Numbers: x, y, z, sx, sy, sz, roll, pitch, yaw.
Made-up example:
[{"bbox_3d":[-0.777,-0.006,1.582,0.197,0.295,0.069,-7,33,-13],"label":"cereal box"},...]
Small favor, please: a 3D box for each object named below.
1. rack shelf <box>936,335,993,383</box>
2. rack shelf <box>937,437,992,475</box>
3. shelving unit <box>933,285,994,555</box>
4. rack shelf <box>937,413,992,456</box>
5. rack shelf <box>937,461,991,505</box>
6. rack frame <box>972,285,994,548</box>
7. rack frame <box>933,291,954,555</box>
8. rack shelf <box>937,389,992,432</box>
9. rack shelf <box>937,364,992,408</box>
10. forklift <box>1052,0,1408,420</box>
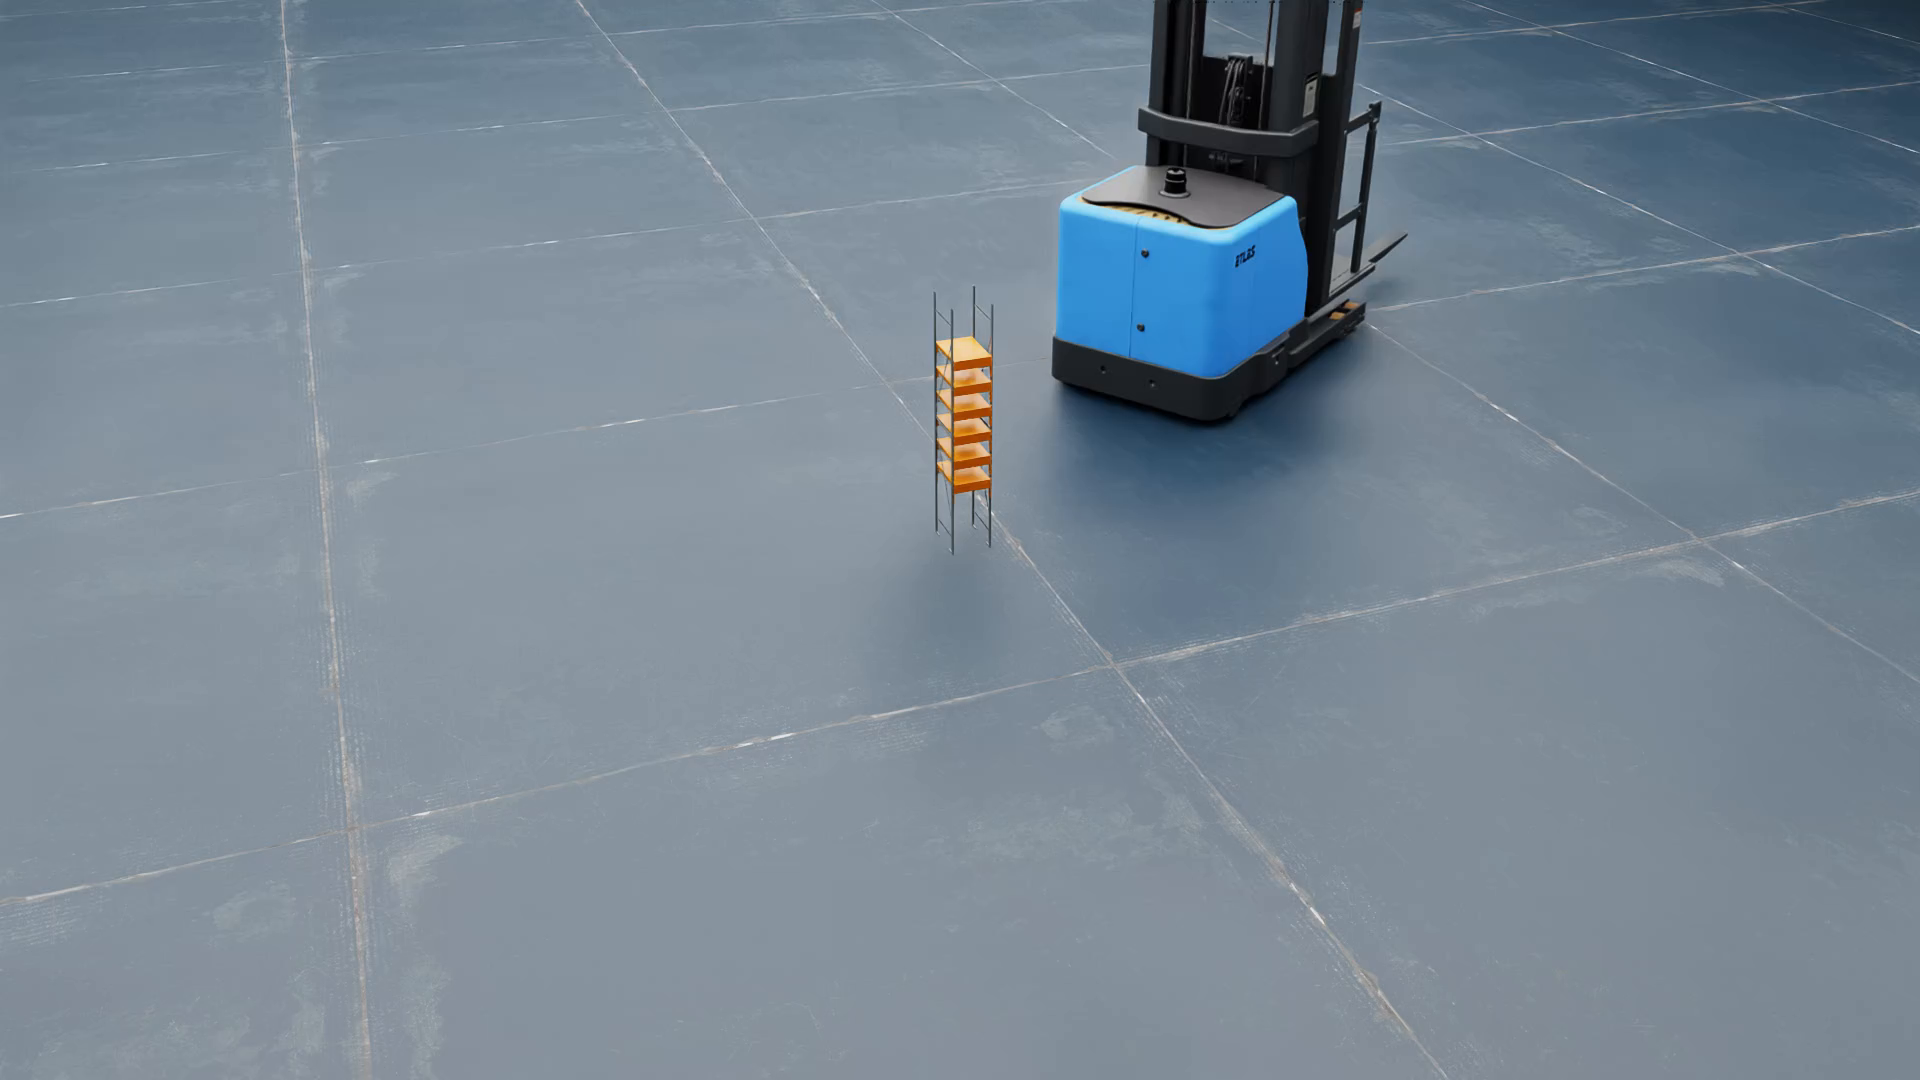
[{"bbox_3d":[0.014,-0.798,7.301,0.180,0.103,0.258,-10,31,-18],"label":"rack shelf"},{"bbox_3d":[0.014,-0.381,7.539,0.180,0.103,0.258,-10,31,-18],"label":"rack shelf"},{"bbox_3d":[0.014,-0.524,7.457,0.189,1.200,0.258,-10,31,-18],"label":"shelving unit"},{"bbox_3d":[0.014,-0.485,7.479,0.180,0.103,0.258,-10,31,-18],"label":"rack shelf"},{"bbox_3d":[0.014,-0.277,7.598,0.180,0.103,0.258,-10,31,-18],"label":"rack shelf"},{"bbox_3d":[0.099,-0.540,7.485,0.006,1.200,0.240,-10,31,-18],"label":"rack frame"},{"bbox_3d":[-0.072,-0.508,7.430,0.006,1.200,0.240,-10,31,-18],"label":"rack frame"},{"bbox_3d":[0.014,-0.589,7.420,0.180,0.103,0.258,-10,31,-18],"label":"rack shelf"},{"bbox_3d":[0.014,-0.694,7.361,0.180,0.103,0.258,-10,31,-18],"label":"rack shelf"},{"bbox_3d":[1.771,-2.576,9.311,1.130,2.935,3.031,19,35,30],"label":"forklift"}]
